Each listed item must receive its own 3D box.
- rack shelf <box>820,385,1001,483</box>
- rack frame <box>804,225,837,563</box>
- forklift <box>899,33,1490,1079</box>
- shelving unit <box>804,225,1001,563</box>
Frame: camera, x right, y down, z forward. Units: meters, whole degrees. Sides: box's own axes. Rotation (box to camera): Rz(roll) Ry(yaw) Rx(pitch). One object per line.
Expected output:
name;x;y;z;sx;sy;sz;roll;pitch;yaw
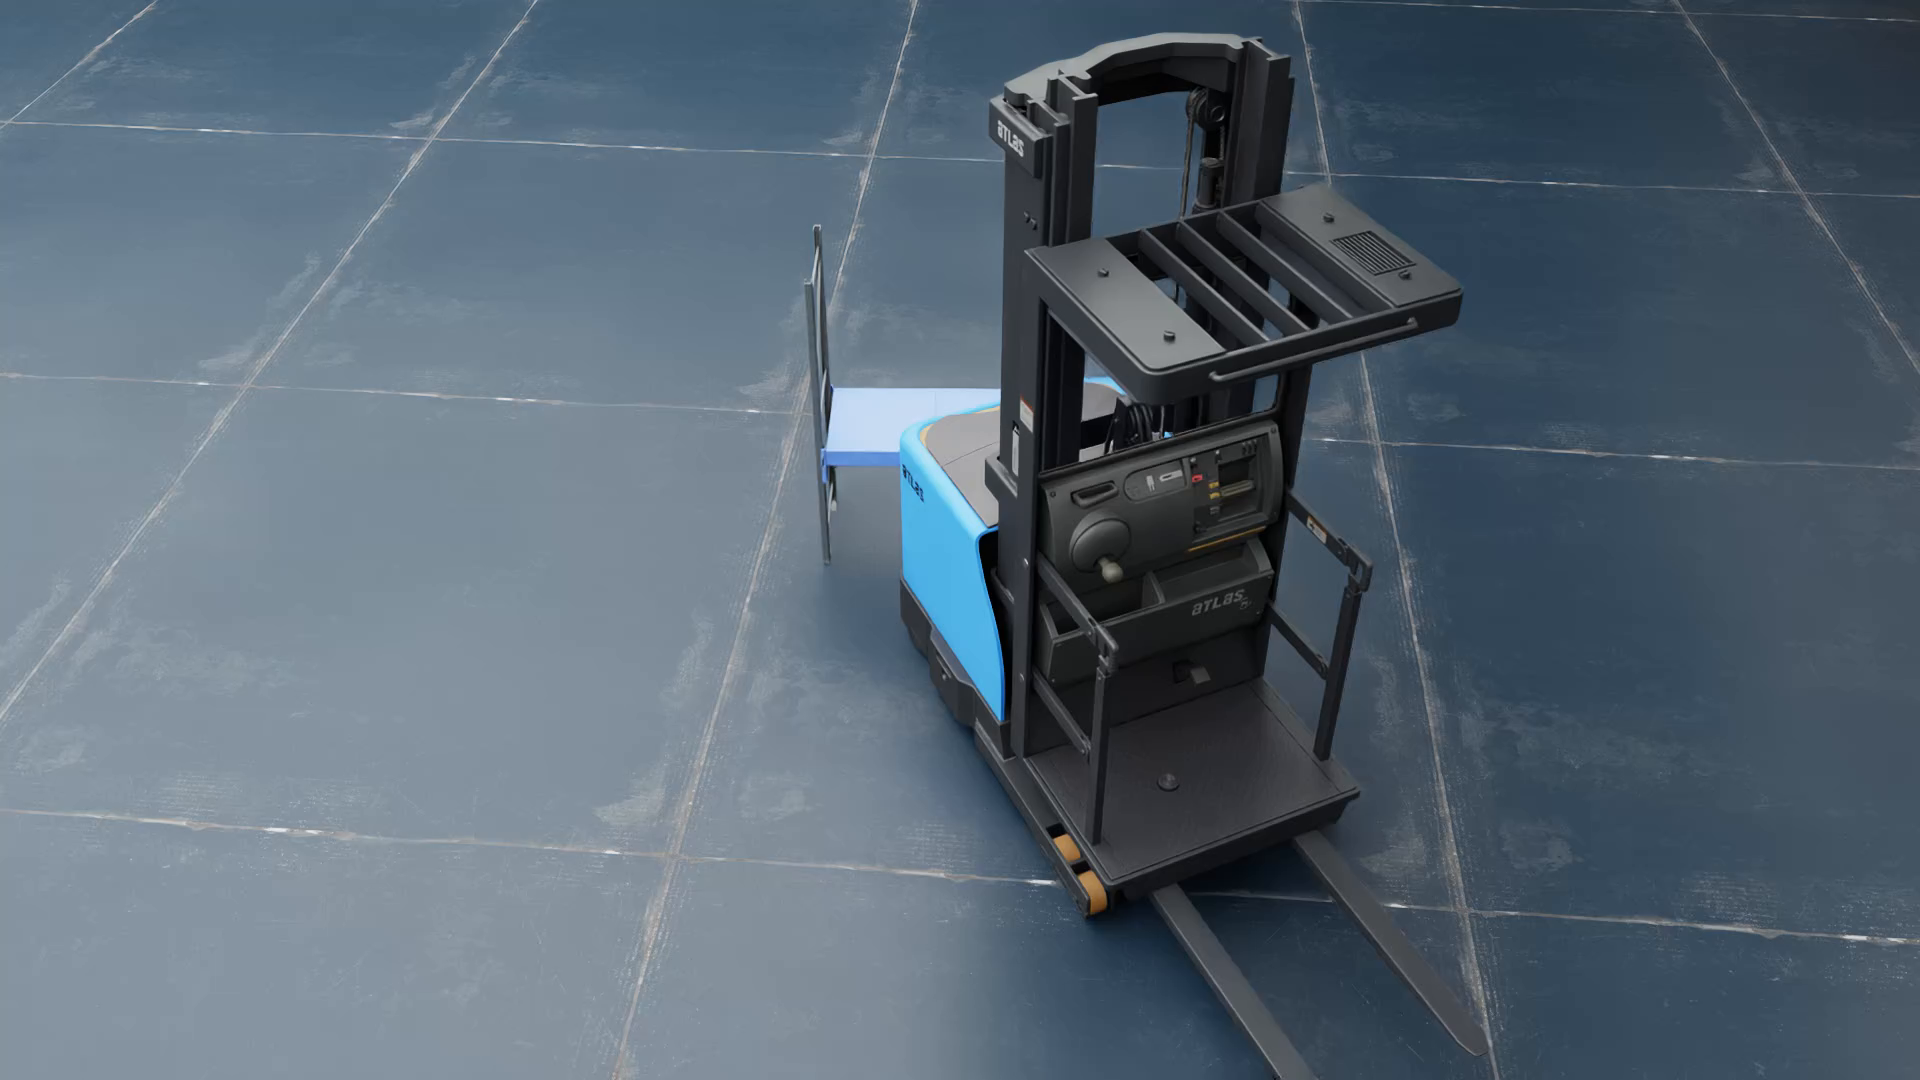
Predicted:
rack shelf;-0.115;-0.486;7.615;1.000;0.185;0.538;1;39;1
rack frame;-0.623;-0.630;7.507;0.032;1.500;0.500;1;39;1
forklift;0.815;-0.055;5.666;1.130;2.935;3.031;-16;42;-19
shelving unit;-0.115;-0.626;7.501;1.048;1.500;0.538;1;39;1
